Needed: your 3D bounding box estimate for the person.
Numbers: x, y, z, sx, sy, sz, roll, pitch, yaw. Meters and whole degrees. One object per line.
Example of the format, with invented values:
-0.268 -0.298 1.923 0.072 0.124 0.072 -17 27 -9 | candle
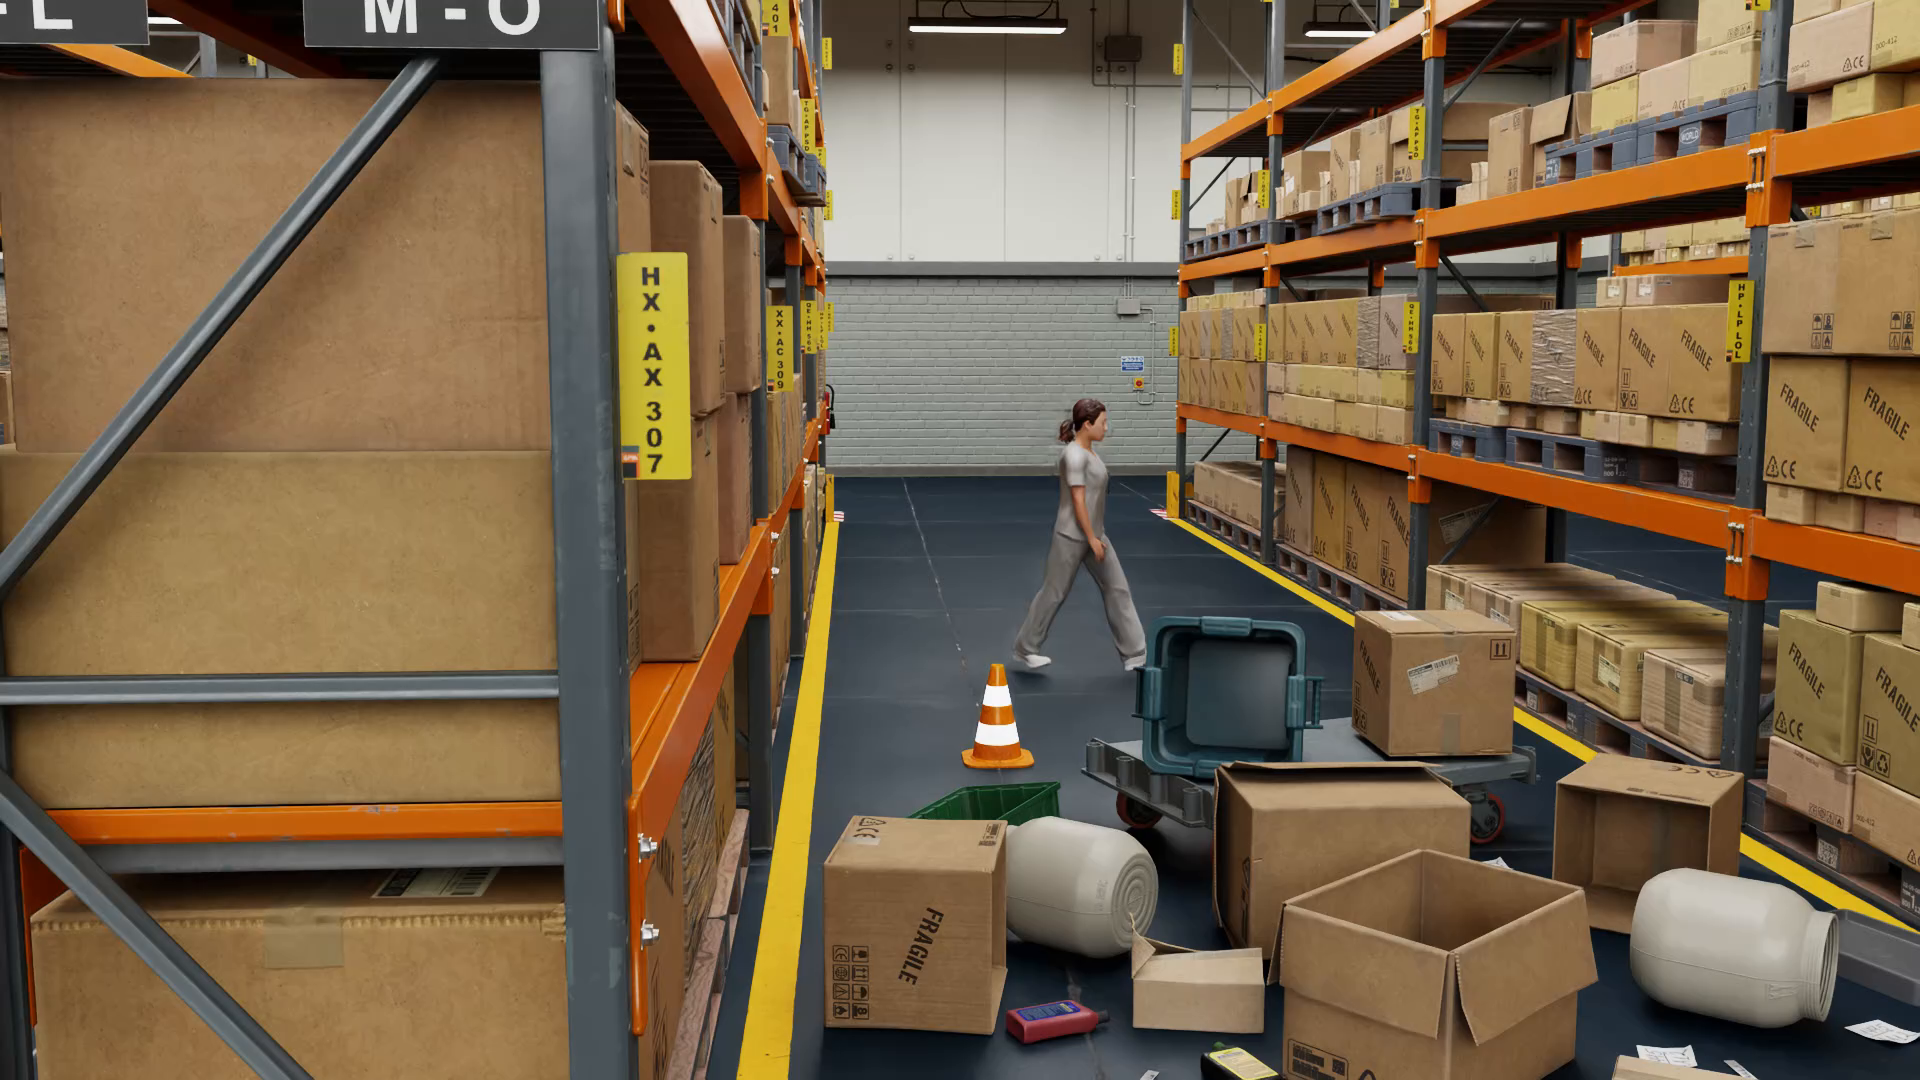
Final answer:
0.768 -0.027 9.893 0.959 1.630 0.436 3 8 26 | person
